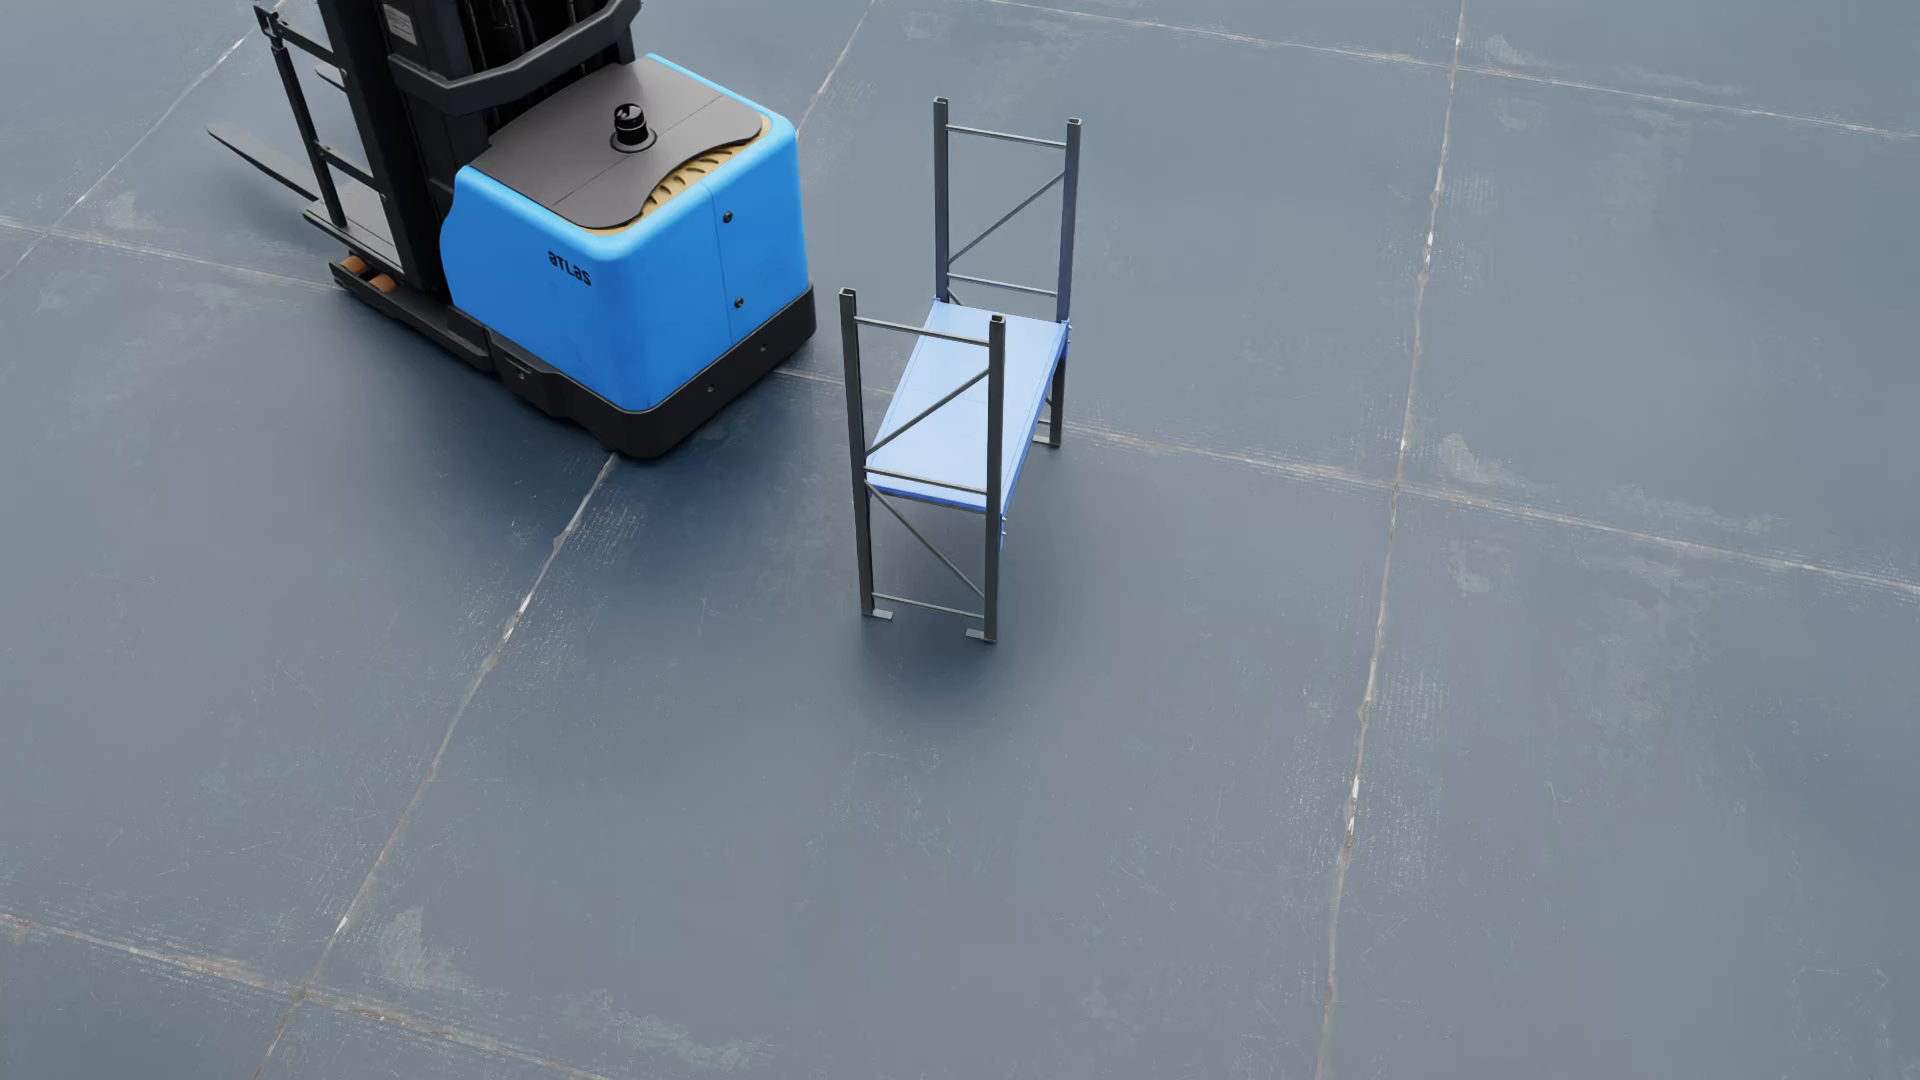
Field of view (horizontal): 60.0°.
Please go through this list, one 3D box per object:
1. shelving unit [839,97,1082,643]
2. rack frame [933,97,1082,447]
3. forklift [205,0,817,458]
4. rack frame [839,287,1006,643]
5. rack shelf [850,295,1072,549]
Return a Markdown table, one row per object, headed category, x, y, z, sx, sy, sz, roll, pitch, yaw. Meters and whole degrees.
| category | x | y | z | sx | sy | sz | roll | pitch | yaw |
| --- | --- | --- | --- | --- | --- | --- | --- | --- | --- |
| shelving unit | 0.022 | -0.558 | 5.742 | 0.538 | 1.500 | 1.048 | 12 | 50 | 10 |
| rack frame | 0.156 | -0.926 | 6.067 | 0.500 | 1.500 | 0.032 | 12 | 50 | 10 |
| forklift | -2.070 | -2.217 | 6.252 | 3.031 | 2.935 | 1.130 | 31 | 55 | 24 |
| rack frame | -0.111 | -0.190 | 5.418 | 0.500 | 1.500 | 0.032 | 12 | 50 | 10 |
| rack shelf | 0.022 | -0.439 | 5.877 | 0.538 | 0.185 | 1.000 | 12 | 50 | 10 |
